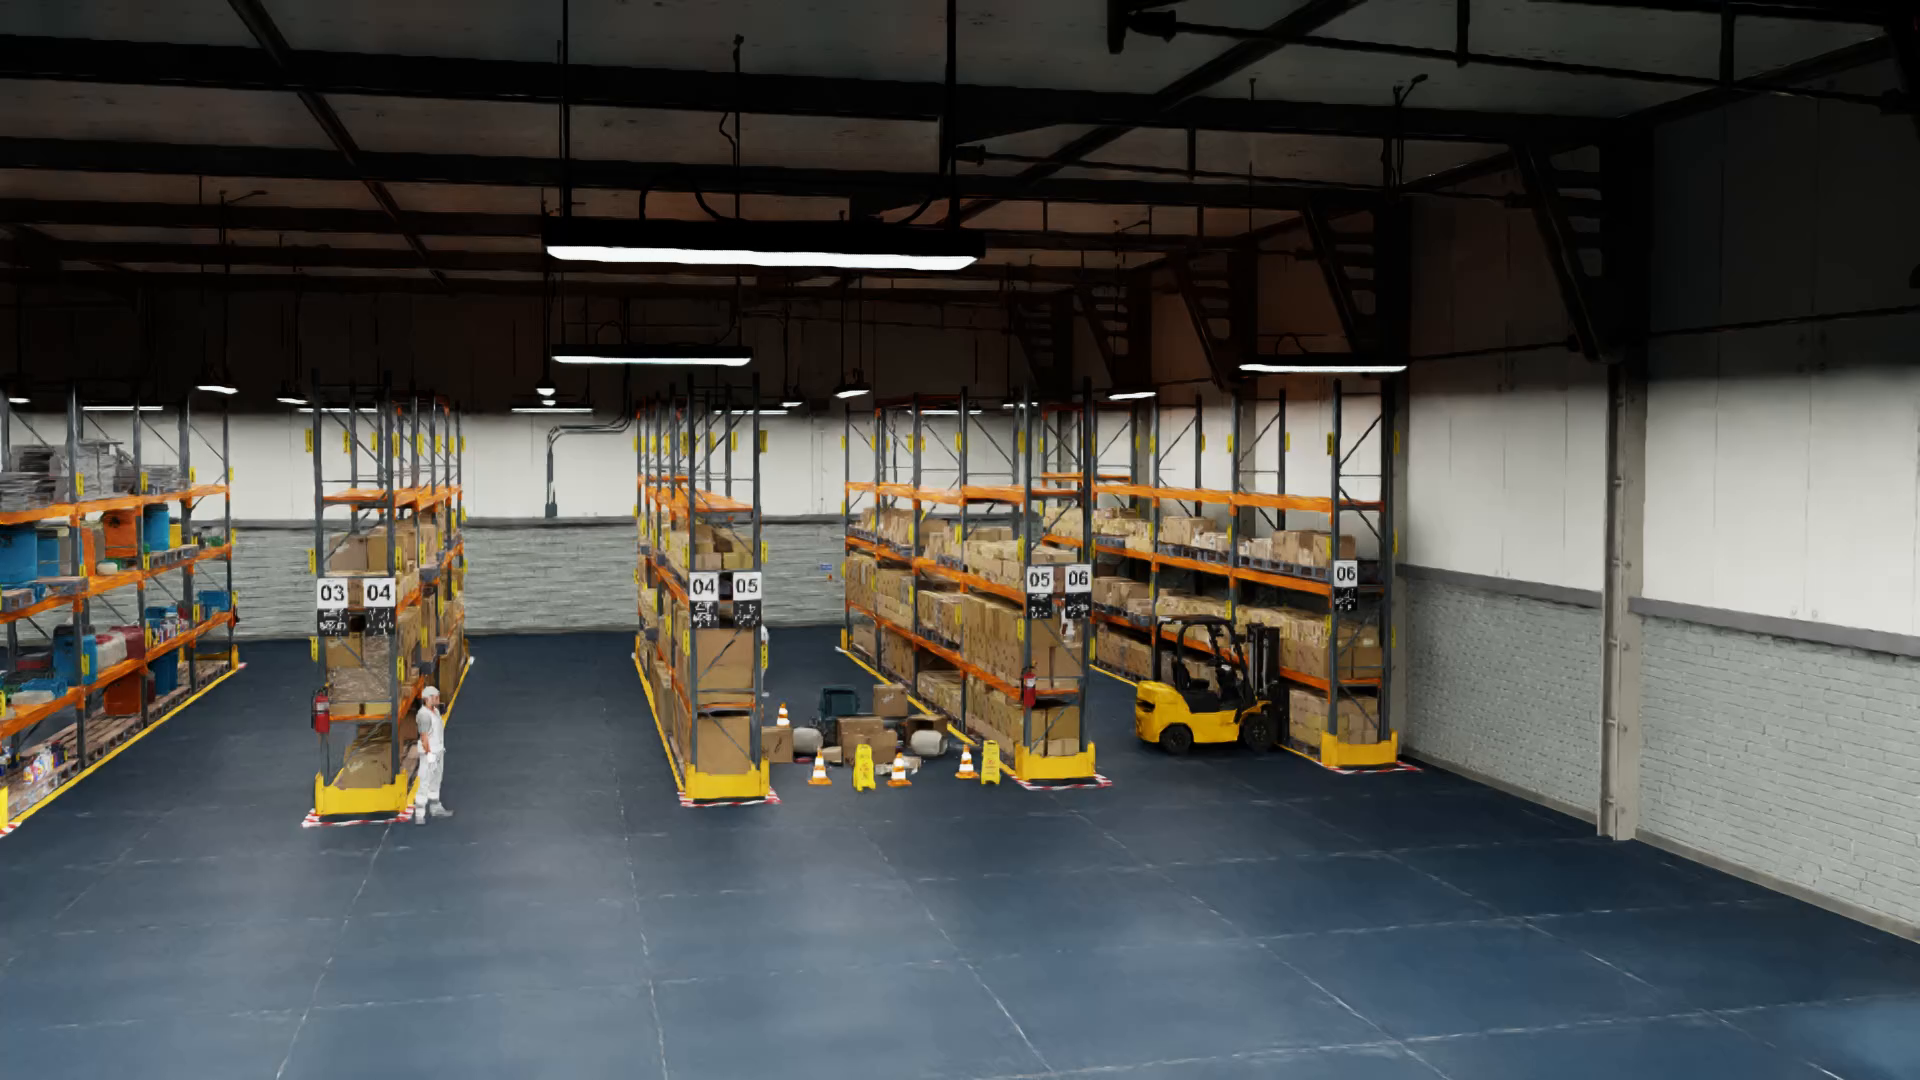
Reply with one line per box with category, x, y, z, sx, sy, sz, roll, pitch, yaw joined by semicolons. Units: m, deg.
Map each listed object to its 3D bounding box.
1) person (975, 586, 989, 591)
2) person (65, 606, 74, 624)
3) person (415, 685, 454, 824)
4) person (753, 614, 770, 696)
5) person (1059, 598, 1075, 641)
person;0.677;1.560;45.174;0.610;1.655;0.439;3;4;42
person;-18.693;2.159;35.186;0.446;1.589;1.099;-1;3;-11
person;-7.002;2.815;22.032;0.389;1.790;0.708;0;3;2
person;-4.005;2.252;33.072;0.447;1.671;0.533;-3;5;-45
person;2.248;2.041;35.809;0.594;1.763;0.681;0;3;7
